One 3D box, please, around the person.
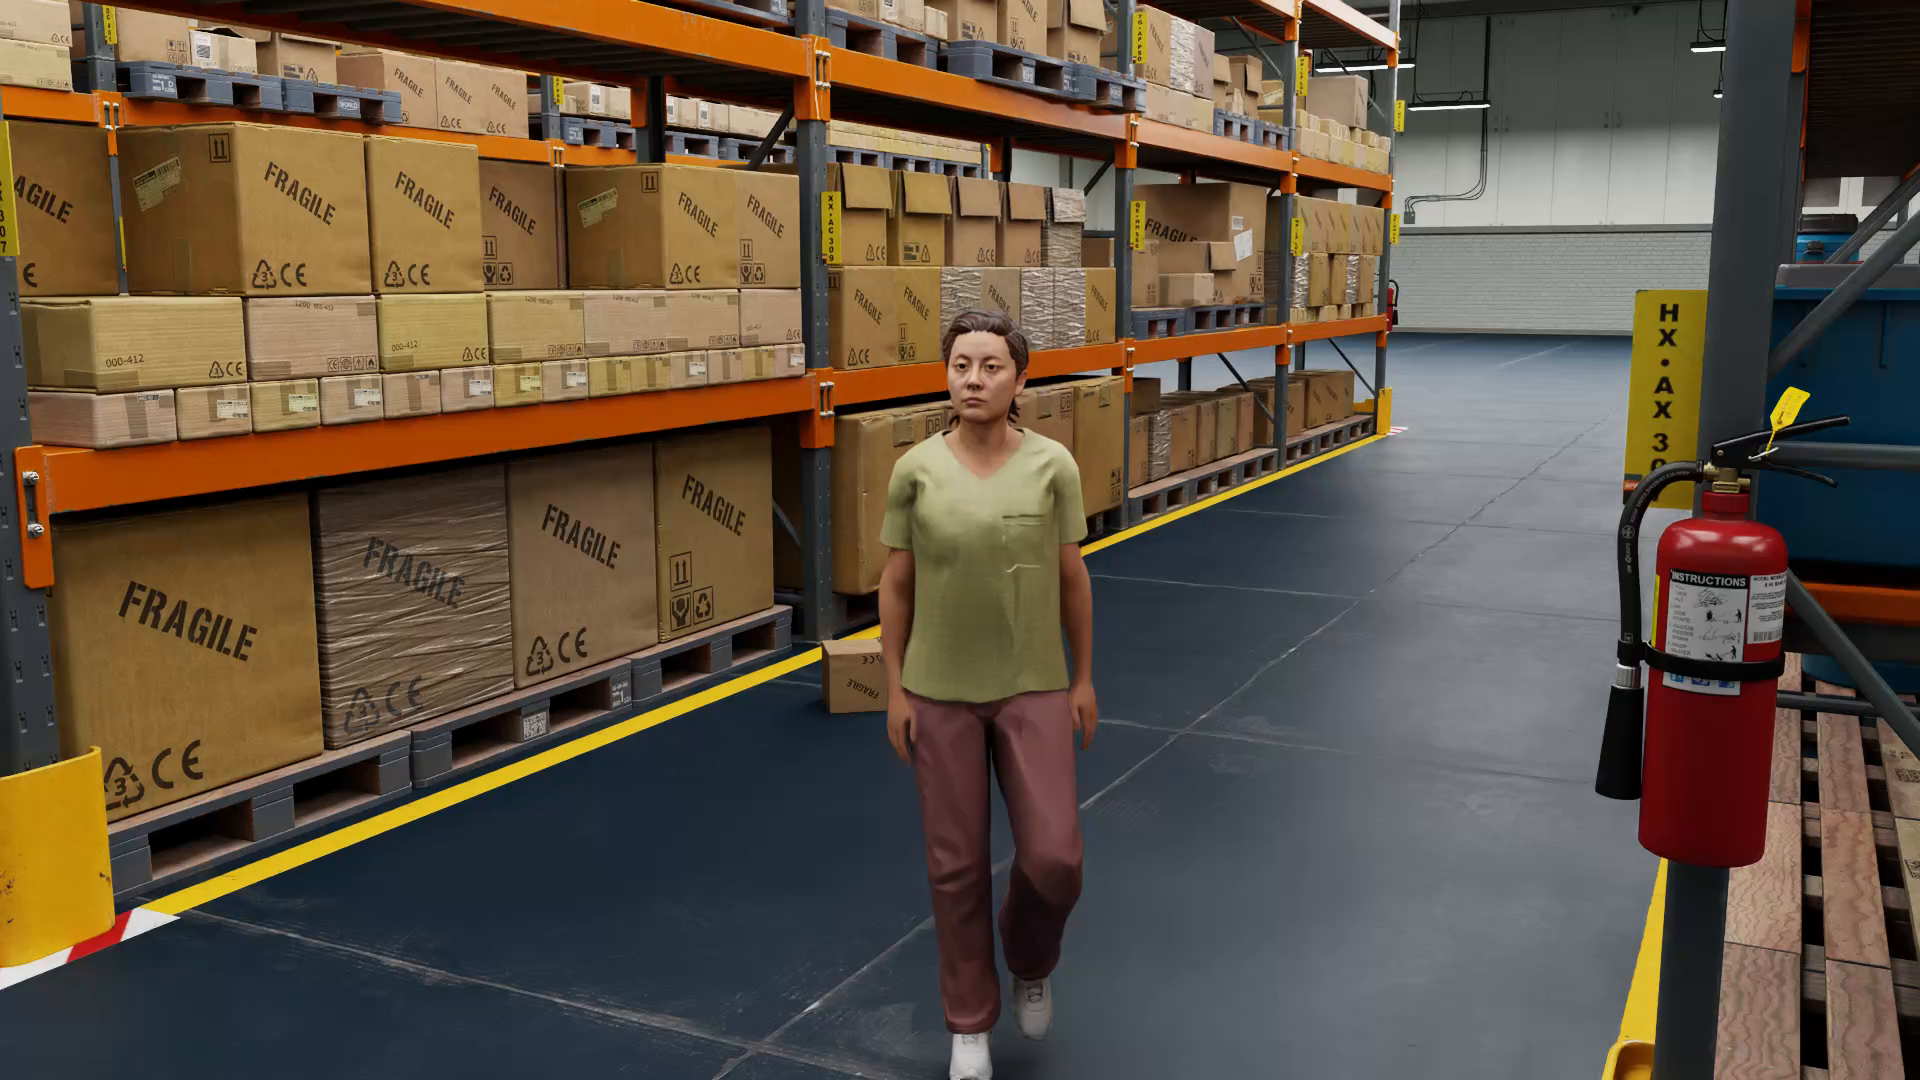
[{"bbox_3d":[0.061,0.339,3.588,0.479,1.662,0.476,0,9,3],"label":"person"}]
